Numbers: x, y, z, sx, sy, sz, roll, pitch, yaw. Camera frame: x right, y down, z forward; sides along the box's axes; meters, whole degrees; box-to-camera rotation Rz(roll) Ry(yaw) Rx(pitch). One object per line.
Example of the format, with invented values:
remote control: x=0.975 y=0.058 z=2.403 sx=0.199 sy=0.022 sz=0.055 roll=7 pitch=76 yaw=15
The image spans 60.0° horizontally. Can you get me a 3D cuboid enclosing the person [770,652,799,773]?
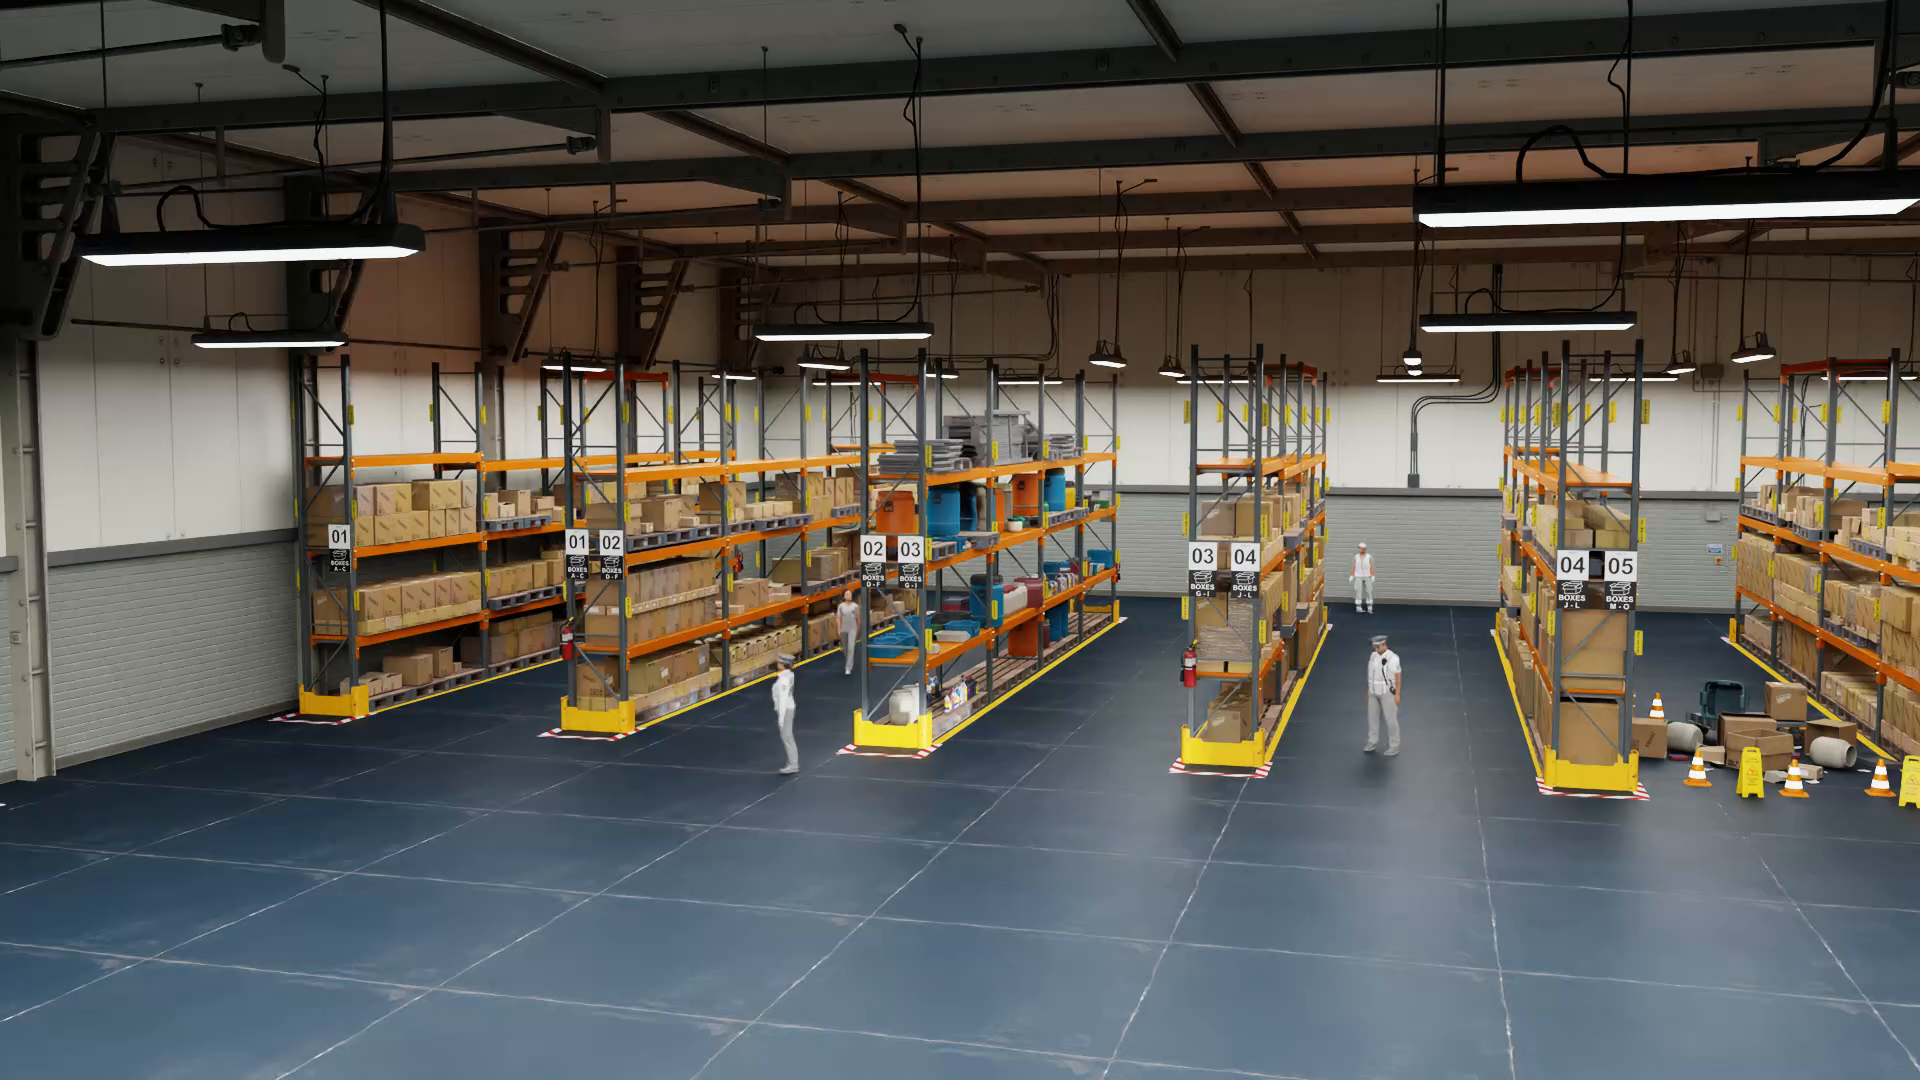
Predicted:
person: x=-2.453 y=2.430 z=23.267 sx=0.388 sy=1.720 sz=0.596 roll=0 pitch=4 yaw=-4

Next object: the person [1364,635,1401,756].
person: x=6.266 y=2.281 z=24.679 sx=0.434 sy=1.744 sz=0.620 roll=-3 pitch=5 yaw=-33

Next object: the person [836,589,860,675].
person: x=-2.179 y=1.760 z=32.137 sx=0.420 sy=1.621 sz=0.976 roll=1 pitch=4 yaw=9

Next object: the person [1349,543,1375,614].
person: x=10.166 y=0.971 z=42.067 sx=0.617 sy=1.806 sz=0.391 roll=0 pitch=4 yaw=1
